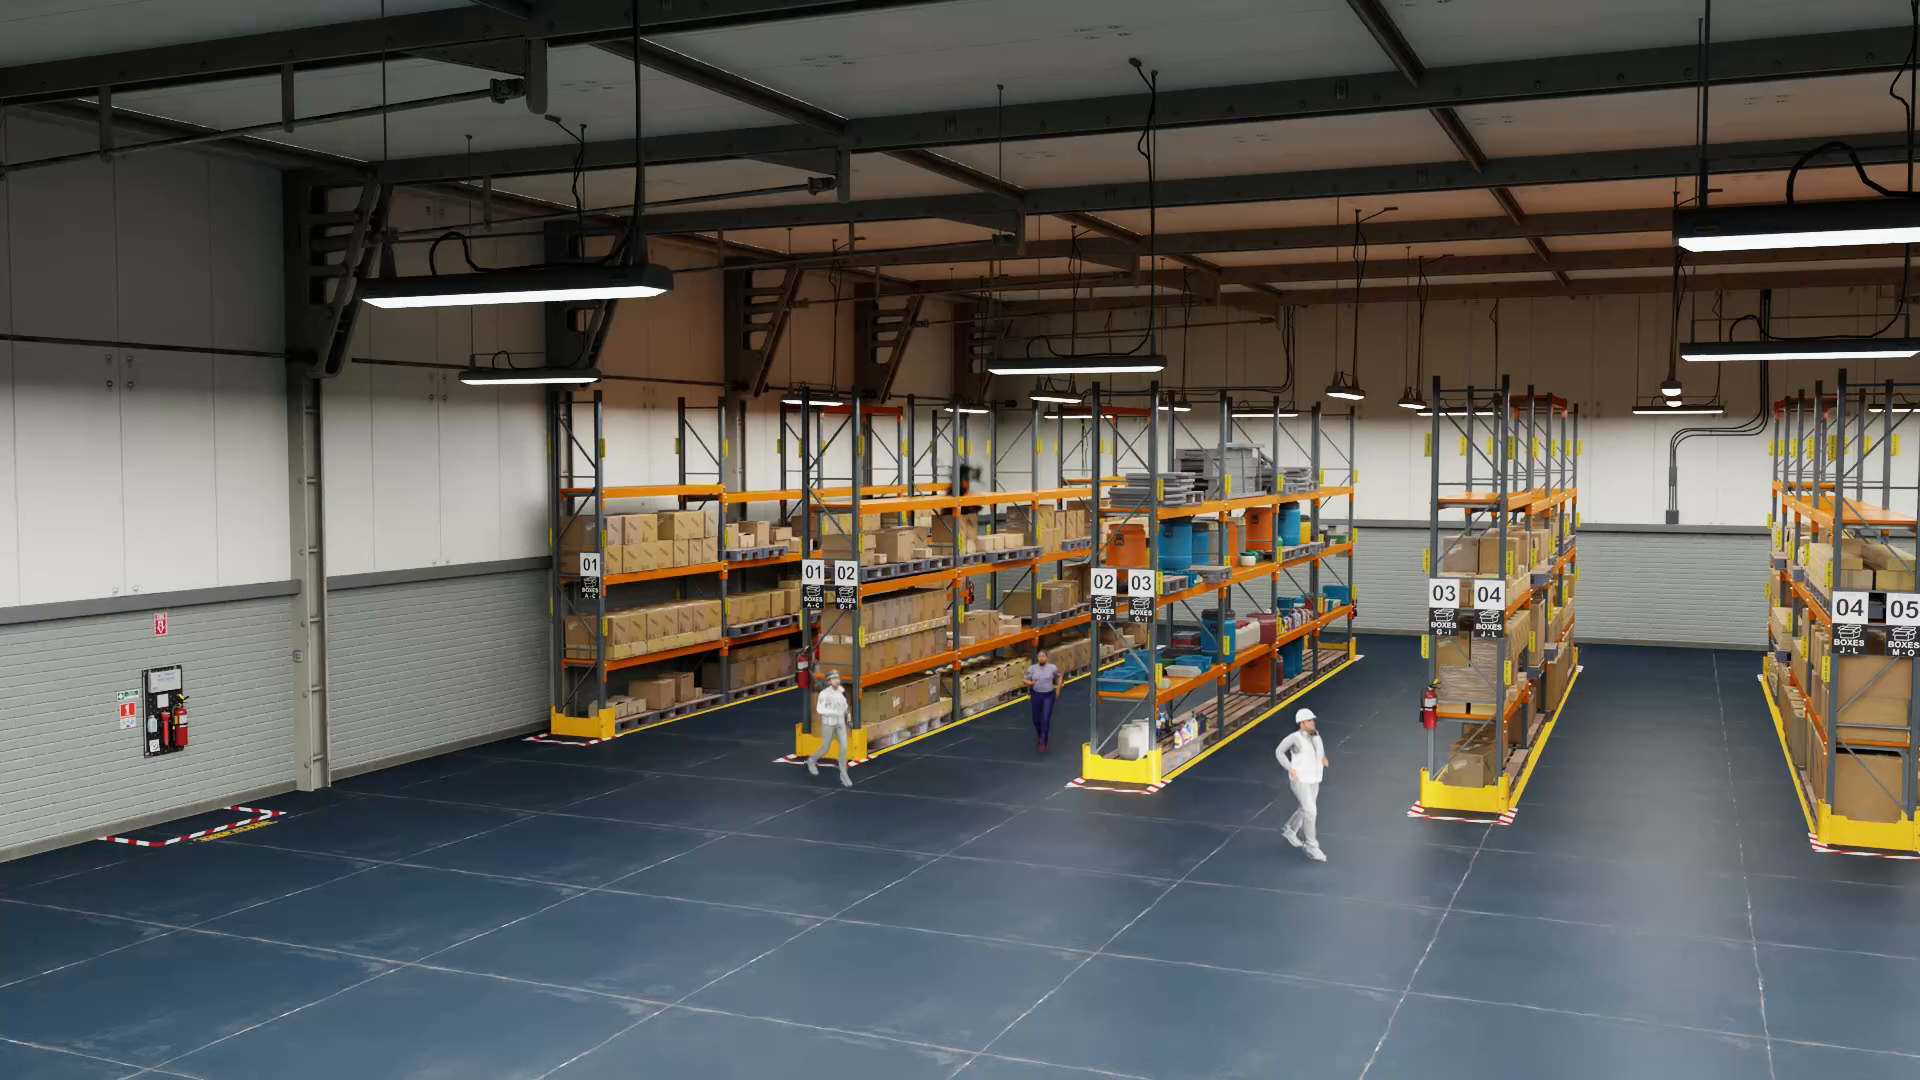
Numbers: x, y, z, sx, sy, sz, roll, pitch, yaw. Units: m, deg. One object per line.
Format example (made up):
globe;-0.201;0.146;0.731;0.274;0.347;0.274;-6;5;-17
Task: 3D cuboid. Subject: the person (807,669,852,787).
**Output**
person;-1.917;2.779;24.927;0.621;1.724;0.936;-2;4;-35

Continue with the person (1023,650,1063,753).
person;1.358;2.624;27.449;0.637;1.638;0.907;1;3;9

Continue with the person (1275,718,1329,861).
person;4.261;3.005;20.508;0.664;1.751;0.785;-2;4;-37

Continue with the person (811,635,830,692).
person;-2.557;2.399;31.405;0.651;1.684;0.602;1;3;10
